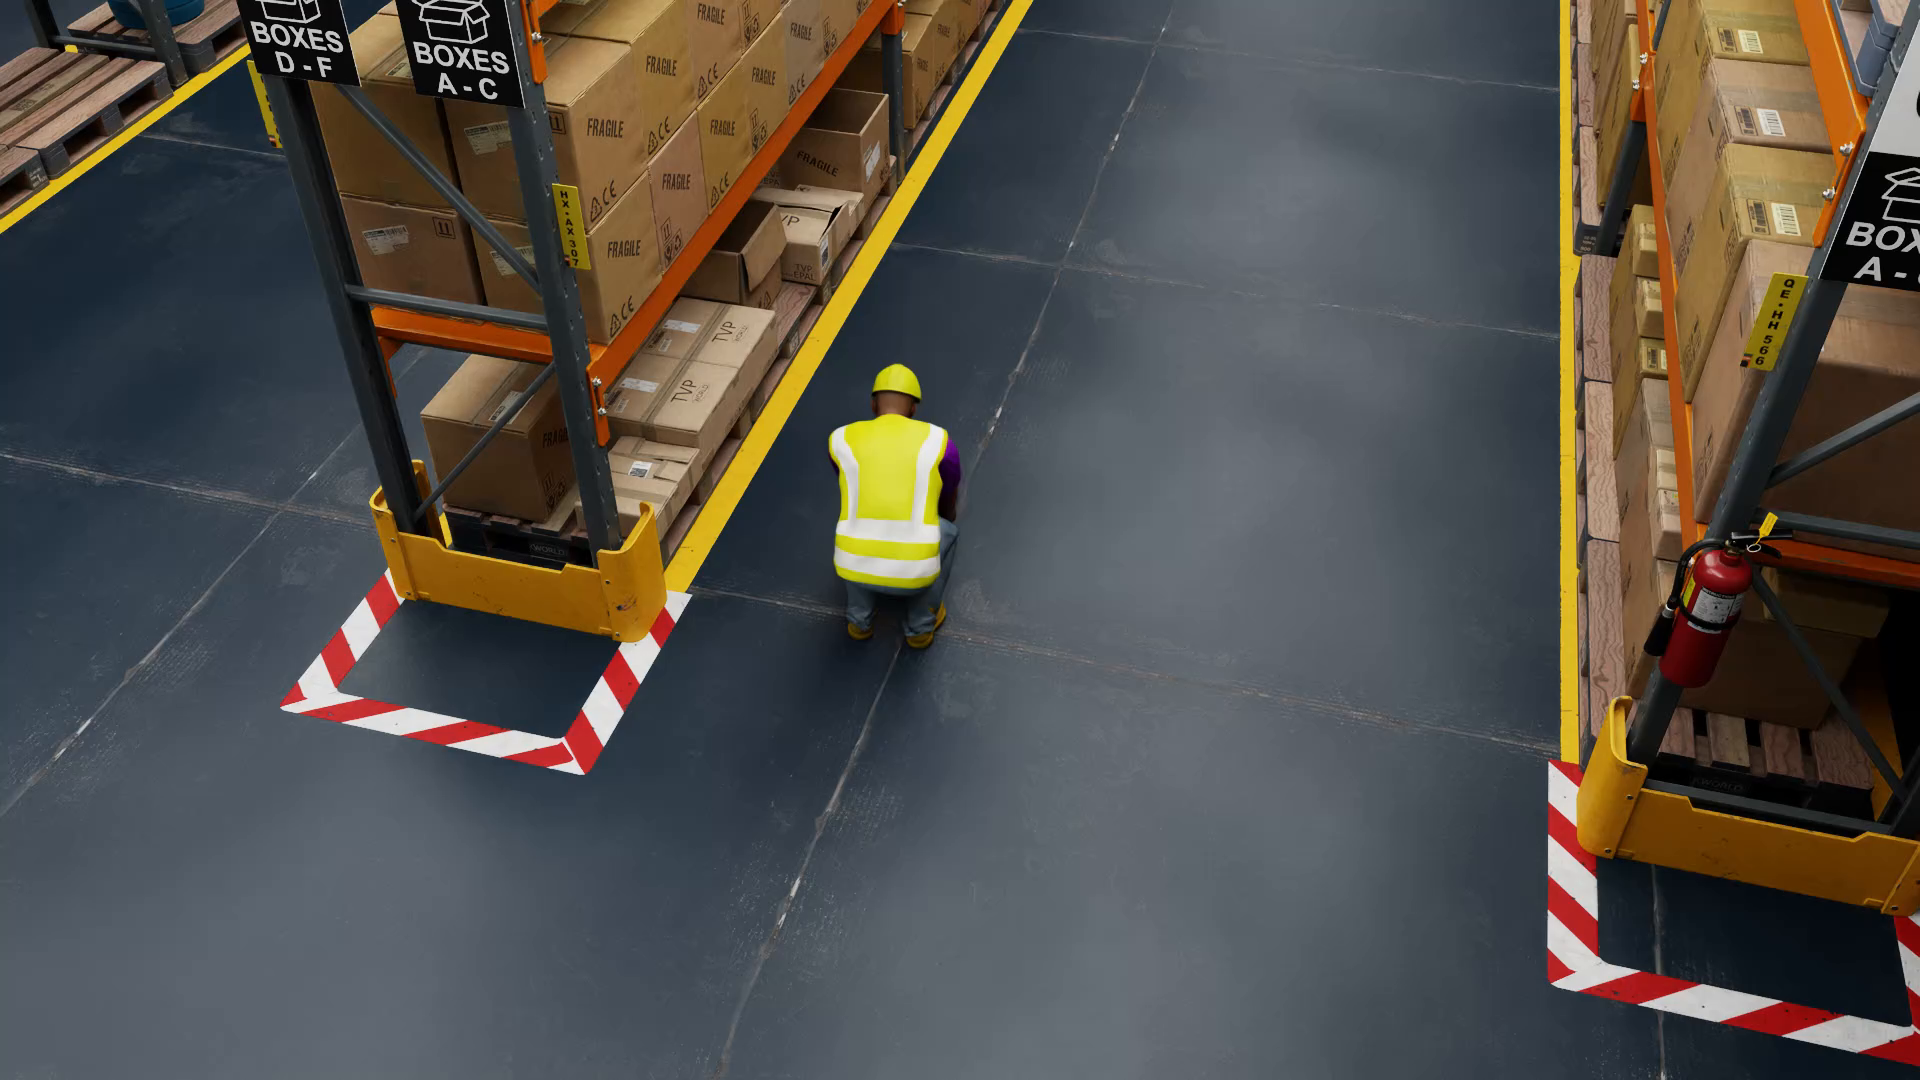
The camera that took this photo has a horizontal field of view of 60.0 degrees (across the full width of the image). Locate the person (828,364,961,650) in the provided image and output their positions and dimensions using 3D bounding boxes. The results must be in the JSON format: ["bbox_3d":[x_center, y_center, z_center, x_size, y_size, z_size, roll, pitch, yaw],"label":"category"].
[{"bbox_3d":[-0.278,-0.126,6.871,0.528,1.011,0.912,6,41,7],"label":"person"}]
